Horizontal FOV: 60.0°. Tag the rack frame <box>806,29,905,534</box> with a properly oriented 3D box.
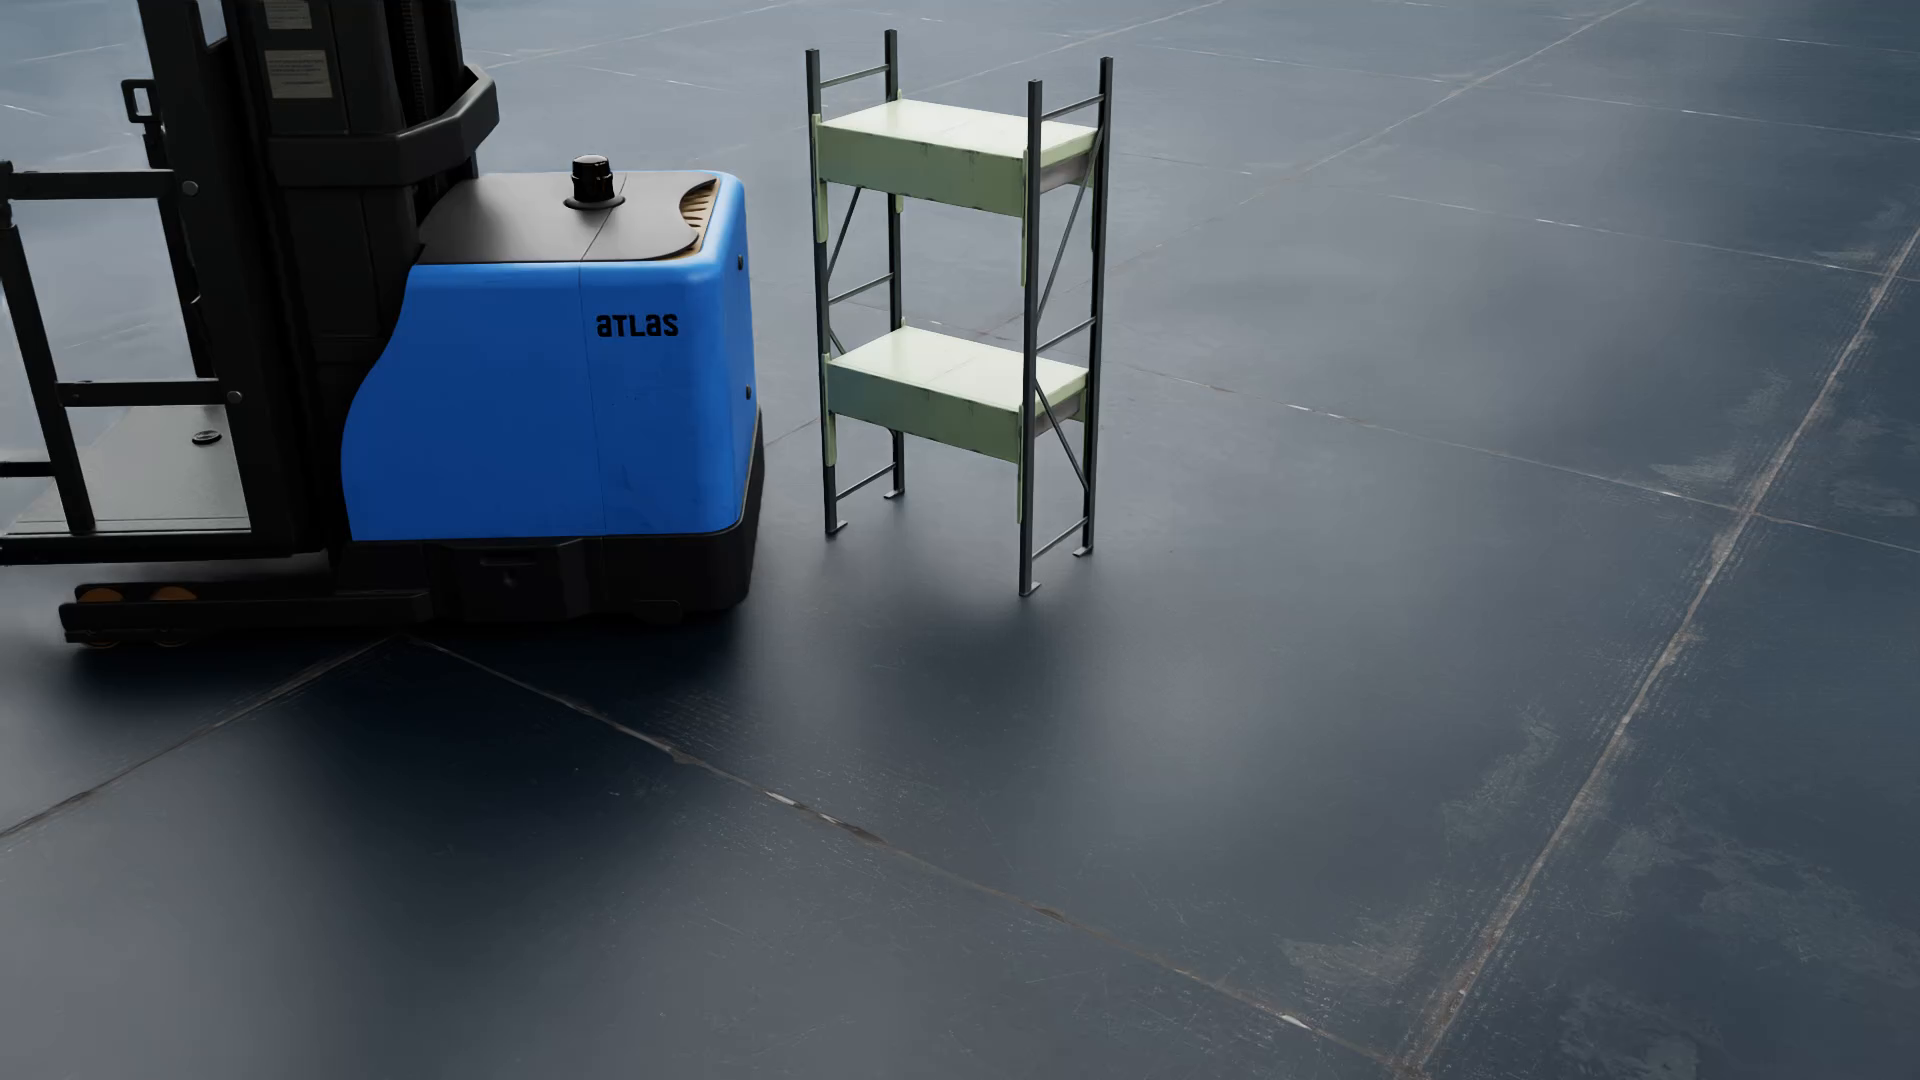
[{"bbox_3d":[-0.307,-0.764,5.098,0.023,1.500,0.400,17,32,30],"label":"rack frame"}]

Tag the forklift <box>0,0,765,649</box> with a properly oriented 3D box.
[{"bbox_3d":[-2.143,-1.247,4.470,3.031,2.935,1.130,-1,27,-2],"label":"forklift"}]

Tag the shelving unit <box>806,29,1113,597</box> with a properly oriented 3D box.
[{"bbox_3d":[-0.006,-0.670,4.913,0.755,1.500,0.431,17,32,30],"label":"shelving unit"}]

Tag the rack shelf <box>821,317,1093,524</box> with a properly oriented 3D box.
[{"bbox_3d":[-0.006,-0.380,5.061,0.720,0.370,0.431,17,32,30],"label":"rack shelf"}]

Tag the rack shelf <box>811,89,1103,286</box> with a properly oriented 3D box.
[{"bbox_3d":[-0.006,-1.018,4.736,0.720,0.370,0.431,17,32,30],"label":"rack shelf"}]

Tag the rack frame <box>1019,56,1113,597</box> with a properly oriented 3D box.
[{"bbox_3d":[0.296,-0.576,4.729,0.023,1.500,0.400,17,32,30],"label":"rack frame"}]
